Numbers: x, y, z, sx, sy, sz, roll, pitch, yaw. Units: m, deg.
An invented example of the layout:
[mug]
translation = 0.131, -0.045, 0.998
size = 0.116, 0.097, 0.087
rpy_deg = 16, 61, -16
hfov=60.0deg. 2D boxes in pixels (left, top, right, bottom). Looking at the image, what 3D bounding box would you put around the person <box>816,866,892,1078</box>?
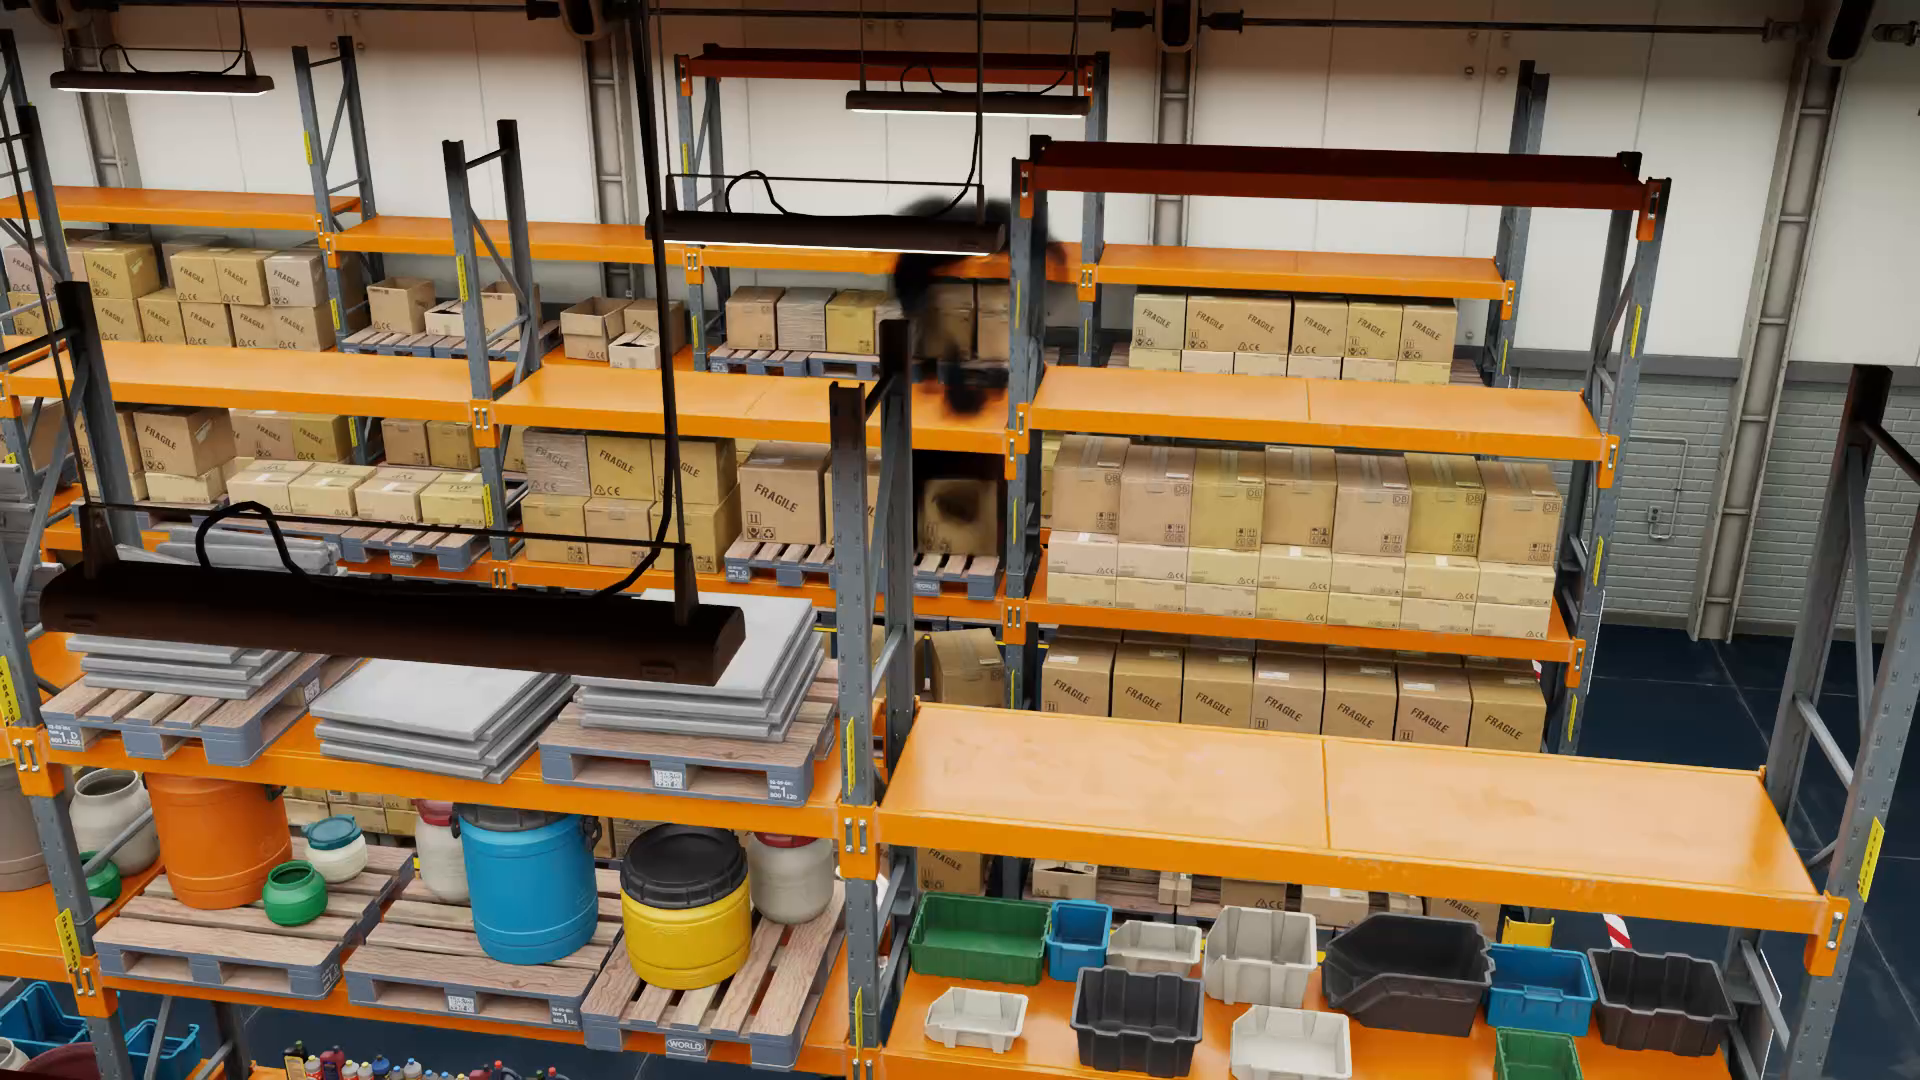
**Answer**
[person]
translation = -0.449, 2.903, 11.291
size = 1.117, 1.778, 0.682
rpy_deg = 1, 23, 2
